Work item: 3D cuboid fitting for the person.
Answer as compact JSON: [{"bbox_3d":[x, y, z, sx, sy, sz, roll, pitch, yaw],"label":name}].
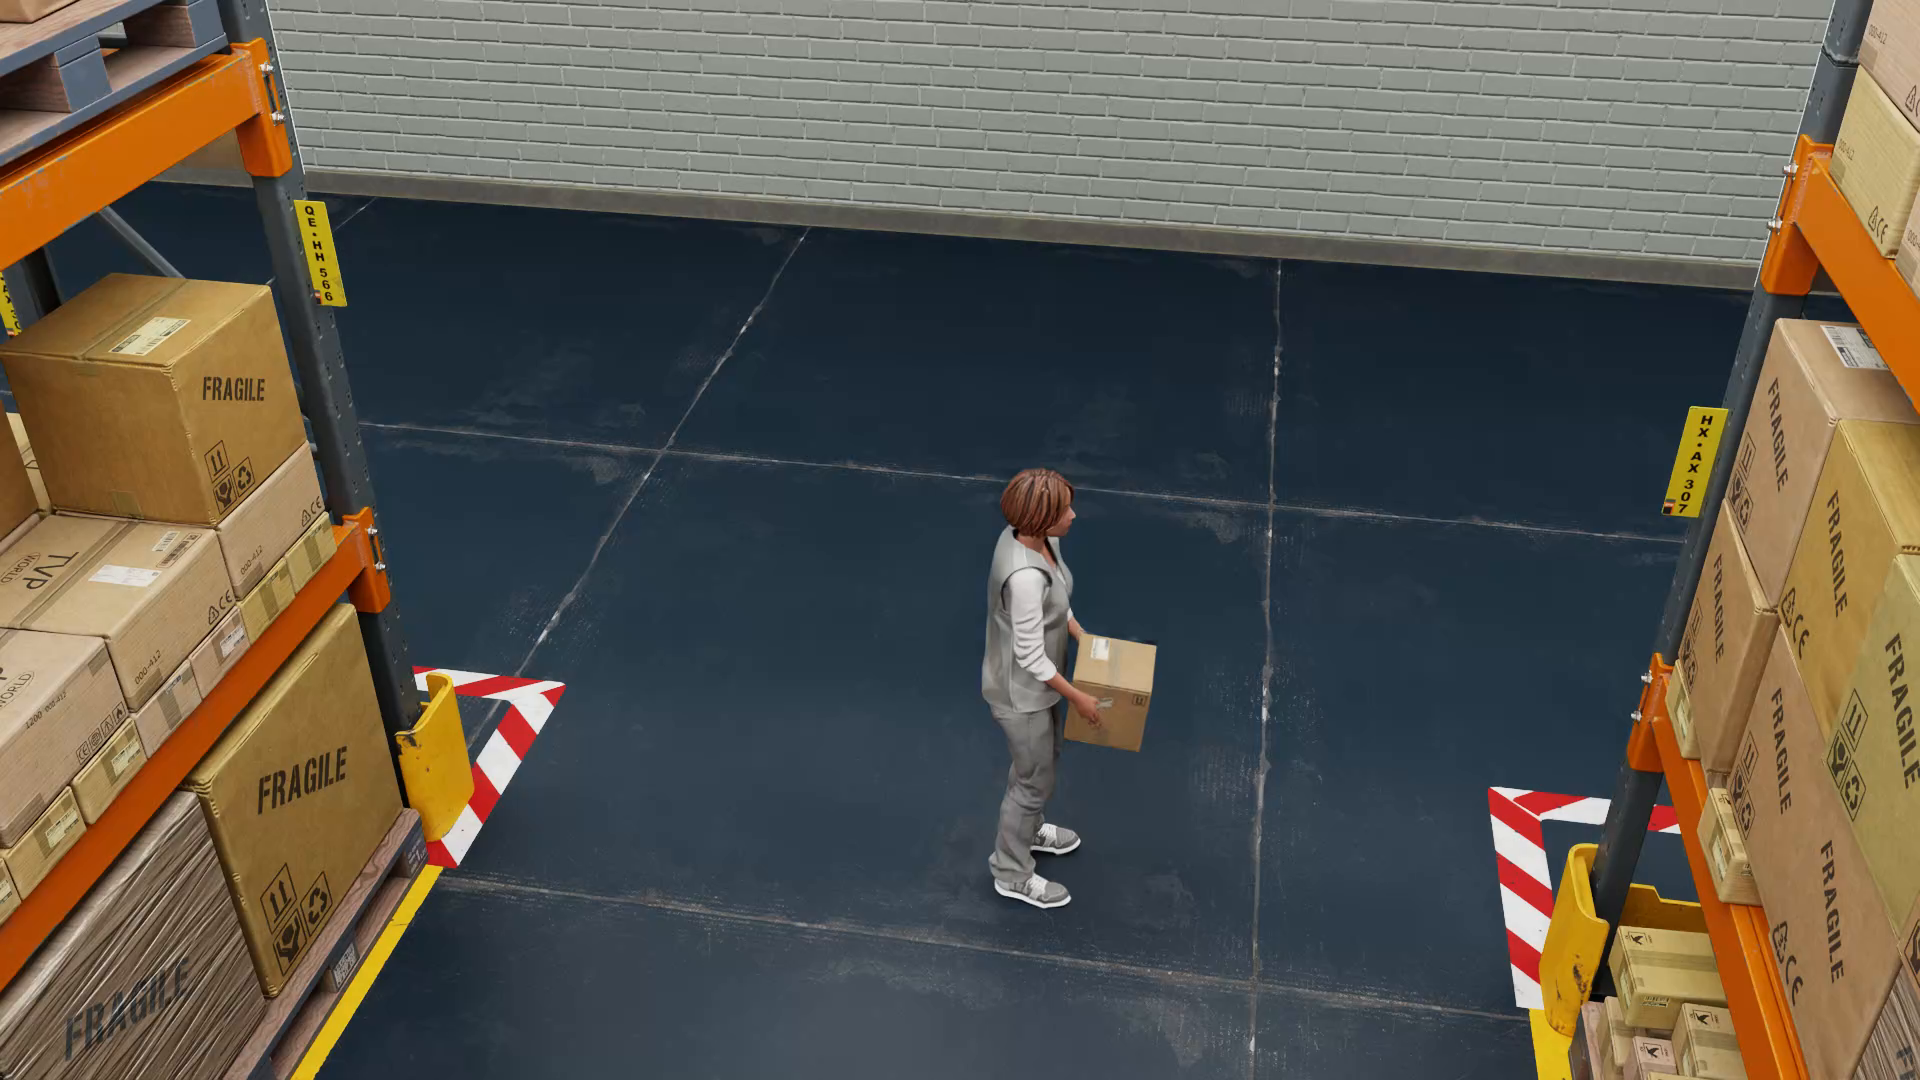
[{"bbox_3d":[0.277,0.471,5.409,0.411,1.603,0.444,5,33,7],"label":"person"}]
